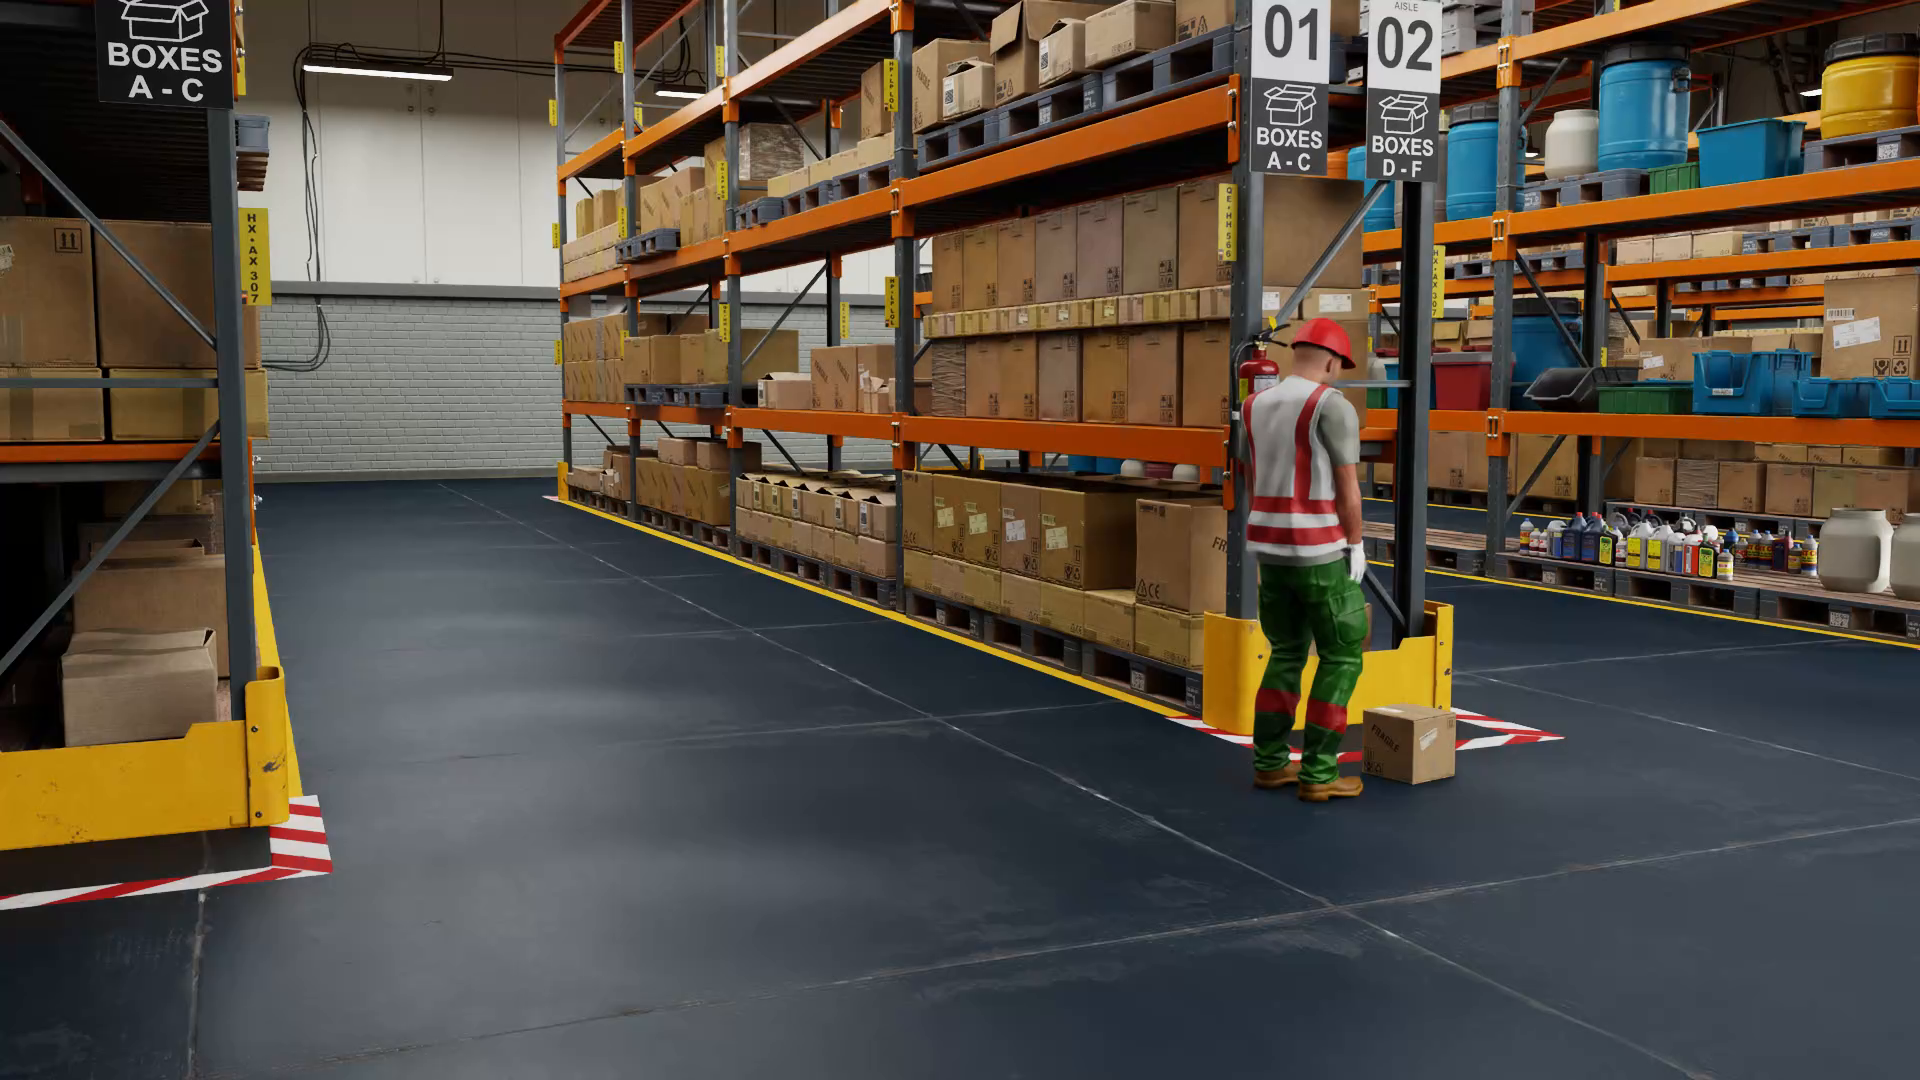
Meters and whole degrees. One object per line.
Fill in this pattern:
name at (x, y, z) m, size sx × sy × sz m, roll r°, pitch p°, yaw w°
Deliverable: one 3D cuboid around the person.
person at (1.278, 0.058, 6.153) m, size 0.427 × 1.751 × 0.538 m, roll -4°, pitch 6°, yaw -34°
